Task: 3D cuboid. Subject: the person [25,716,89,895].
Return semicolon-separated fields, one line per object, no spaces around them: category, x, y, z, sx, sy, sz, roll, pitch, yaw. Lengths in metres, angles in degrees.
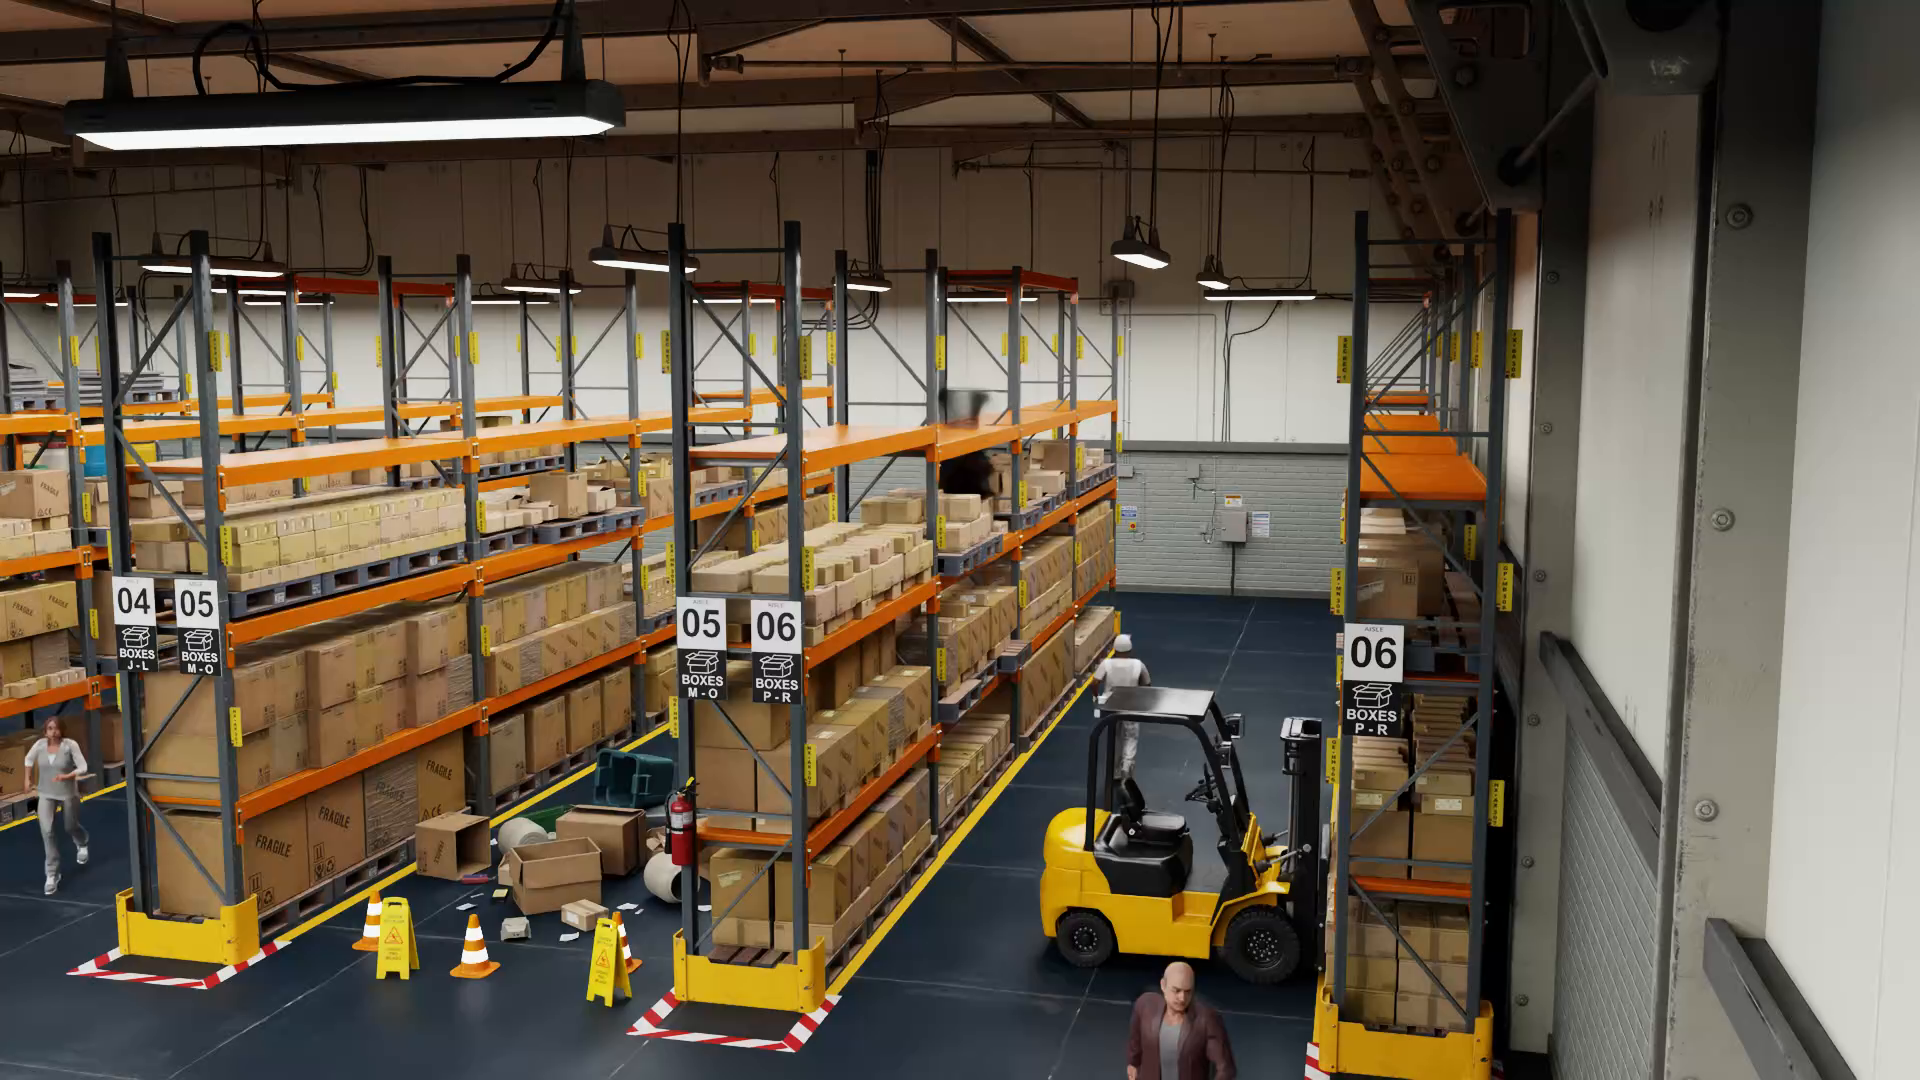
person;-8.574;2.449;15.820;0.571;1.621;0.869;-2;7;-16

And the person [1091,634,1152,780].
person;1.866;1.951;19.138;0.673;1.762;0.957;1;7;9

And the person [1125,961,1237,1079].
person;1.201;3.168;9.281;0.685;1.729;0.871;2;7;16
